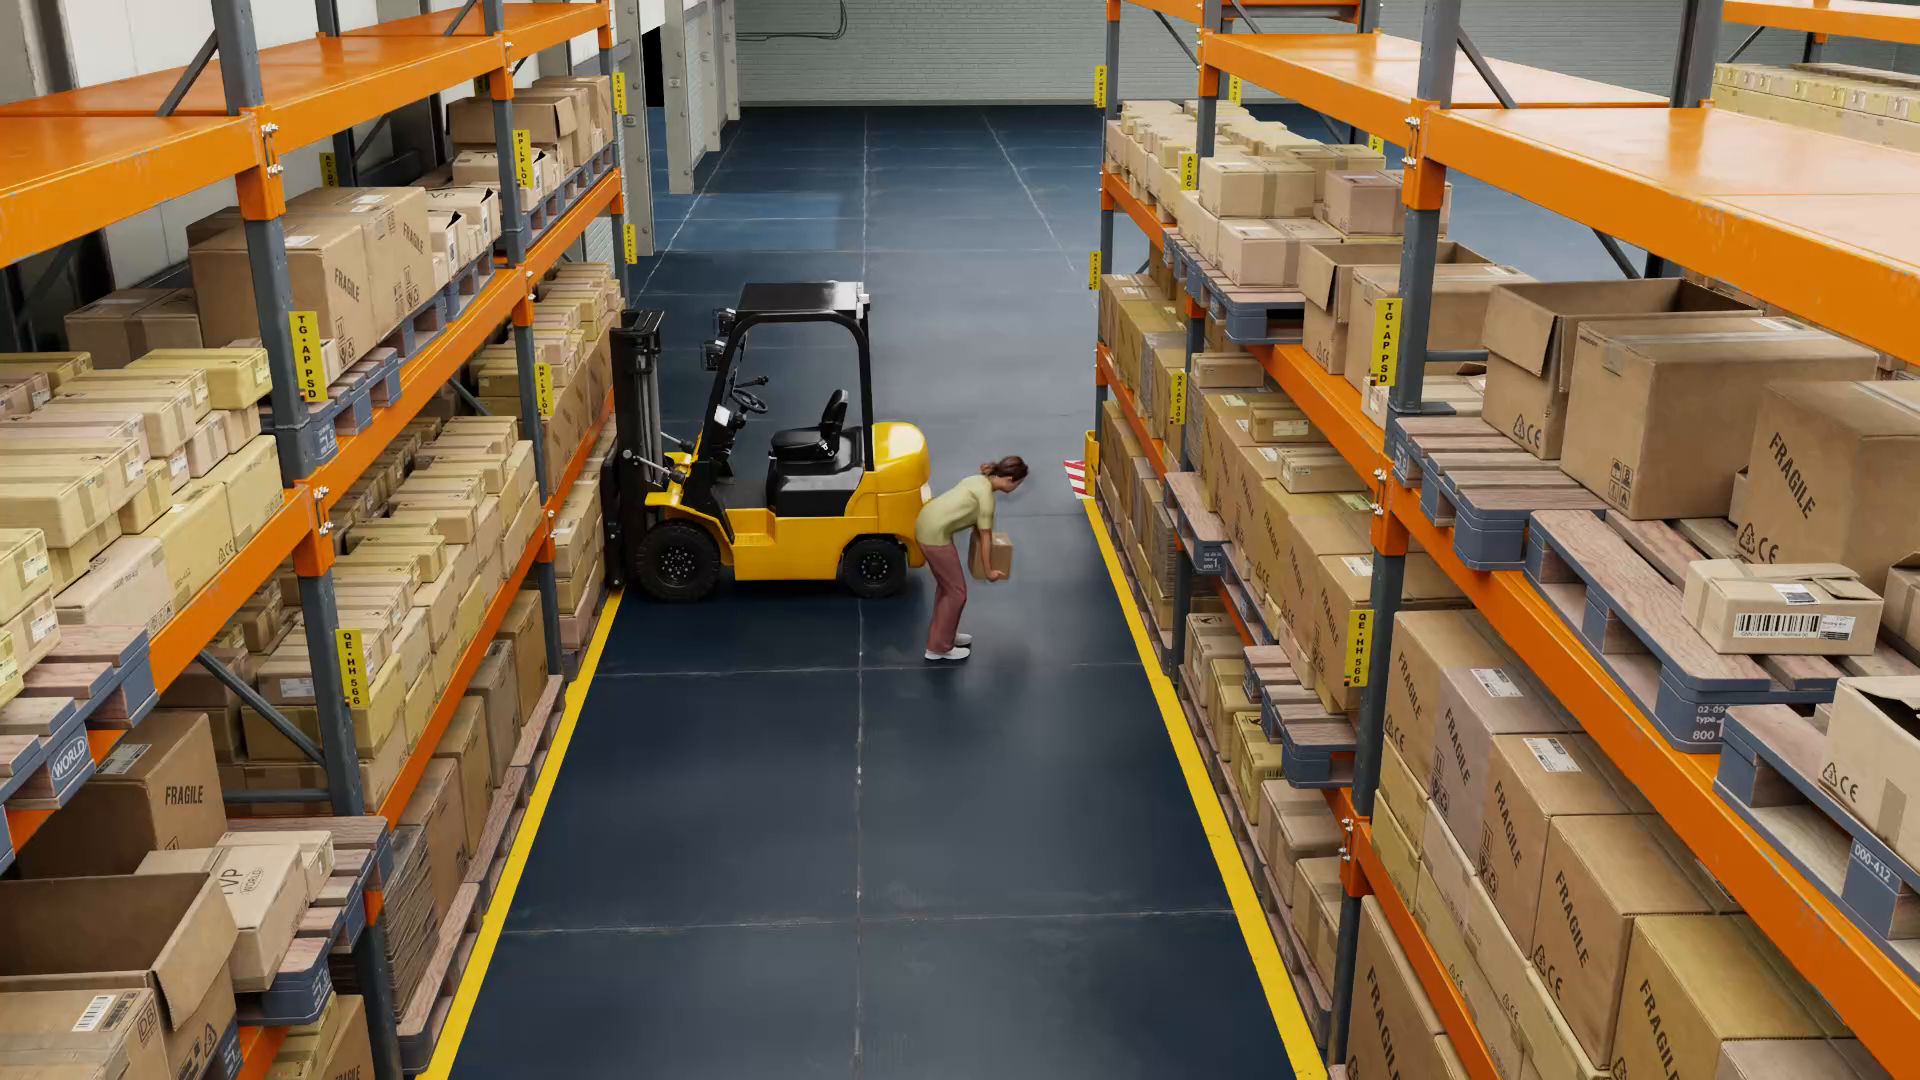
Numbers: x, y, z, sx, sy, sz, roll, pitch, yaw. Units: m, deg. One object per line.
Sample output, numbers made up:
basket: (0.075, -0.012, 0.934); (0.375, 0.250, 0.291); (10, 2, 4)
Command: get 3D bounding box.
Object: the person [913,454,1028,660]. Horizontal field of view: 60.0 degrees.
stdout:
person: (0.076, 0.104, 11.230); (0.777, 1.380, 0.406); (-4, 21, -12)
